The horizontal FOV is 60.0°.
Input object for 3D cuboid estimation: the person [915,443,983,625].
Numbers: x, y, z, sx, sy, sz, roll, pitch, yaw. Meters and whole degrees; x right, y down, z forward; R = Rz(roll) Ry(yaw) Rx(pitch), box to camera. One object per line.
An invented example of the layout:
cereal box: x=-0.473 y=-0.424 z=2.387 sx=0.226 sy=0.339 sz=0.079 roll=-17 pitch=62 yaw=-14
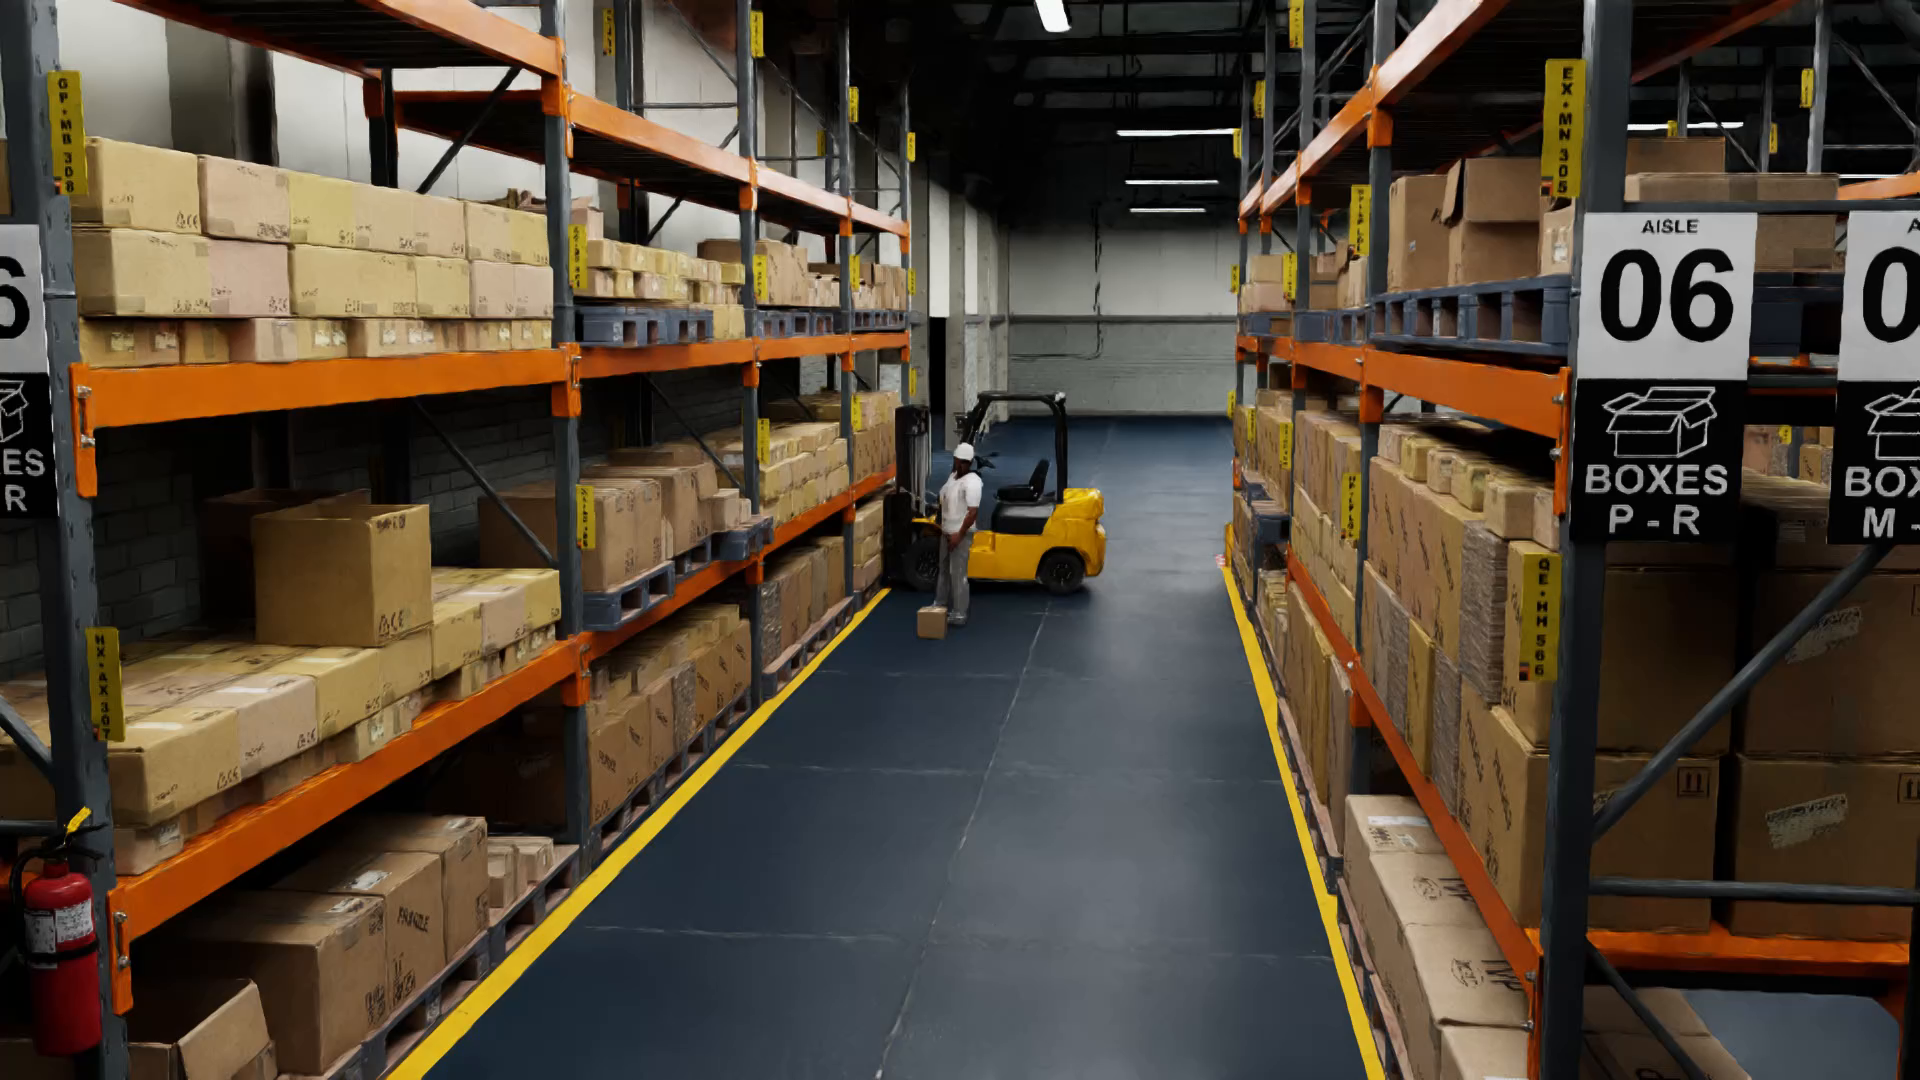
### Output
person: x=-0.102 y=-0.071 z=16.225 sx=0.545 sy=1.771 sz=0.685 roll=-2 pitch=8 yaw=-17
